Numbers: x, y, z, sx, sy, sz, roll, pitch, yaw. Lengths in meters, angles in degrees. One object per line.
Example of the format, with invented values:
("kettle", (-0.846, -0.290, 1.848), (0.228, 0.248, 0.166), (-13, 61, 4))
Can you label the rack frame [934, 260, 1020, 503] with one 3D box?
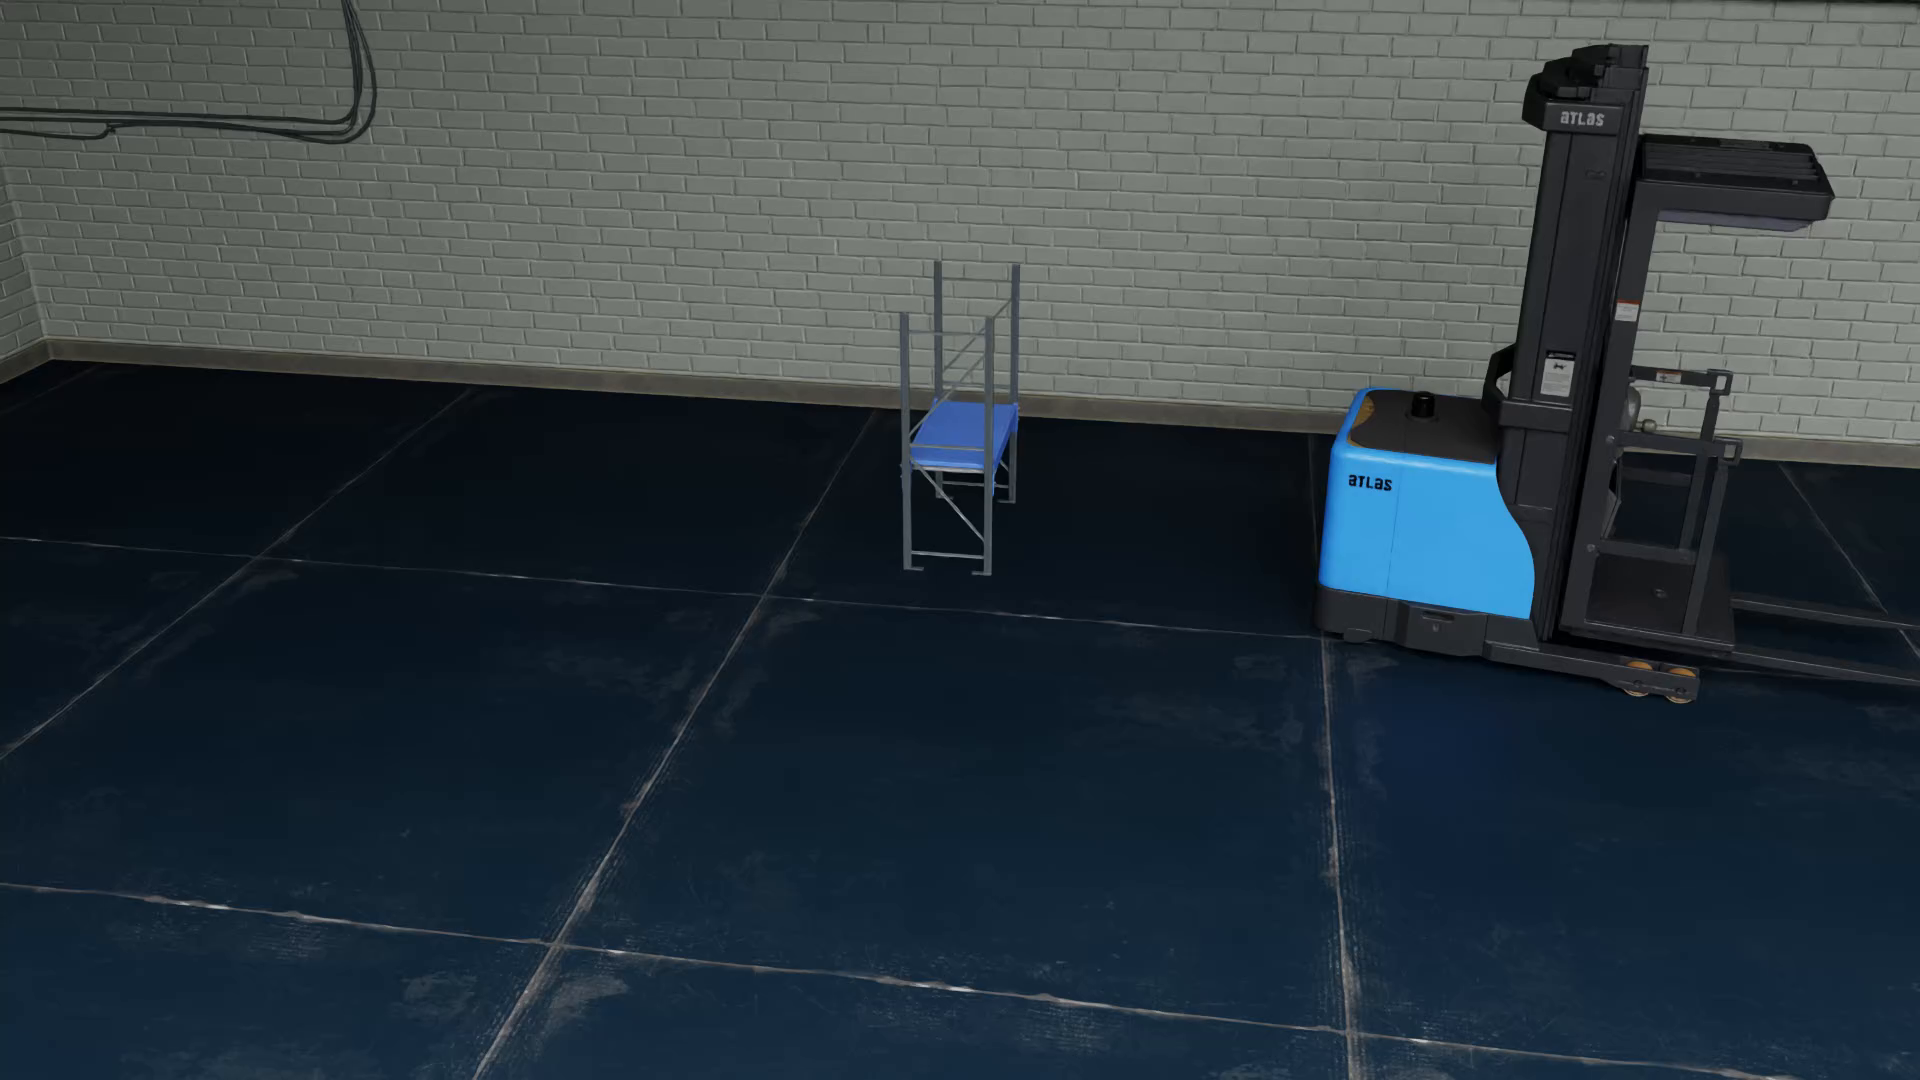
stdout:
("rack frame", (0.097, -0.928, 9.962), (0.500, 1.500, 0.032), (4, 25, 9))

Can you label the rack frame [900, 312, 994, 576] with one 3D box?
("rack frame", (-0.069, -0.502, 9.054), (0.500, 1.500, 0.032), (4, 25, 9))

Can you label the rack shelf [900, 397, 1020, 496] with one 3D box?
("rack shelf", (0.014, -0.552, 9.585), (0.538, 0.185, 1.000), (4, 25, 9))

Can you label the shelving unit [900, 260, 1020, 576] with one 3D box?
("shelving unit", (0.014, -0.715, 9.508), (0.538, 1.500, 1.048), (4, 25, 9))

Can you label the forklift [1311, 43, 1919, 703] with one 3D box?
("forklift", (3.402, -0.791, 7.982), (3.031, 2.935, 1.130), (9, 27, 18))

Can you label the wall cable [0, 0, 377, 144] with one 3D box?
("wall cable", (-5.519, -3.940, 11.216), (3.097, 2.526, 0.112), (4, 25, 9))
